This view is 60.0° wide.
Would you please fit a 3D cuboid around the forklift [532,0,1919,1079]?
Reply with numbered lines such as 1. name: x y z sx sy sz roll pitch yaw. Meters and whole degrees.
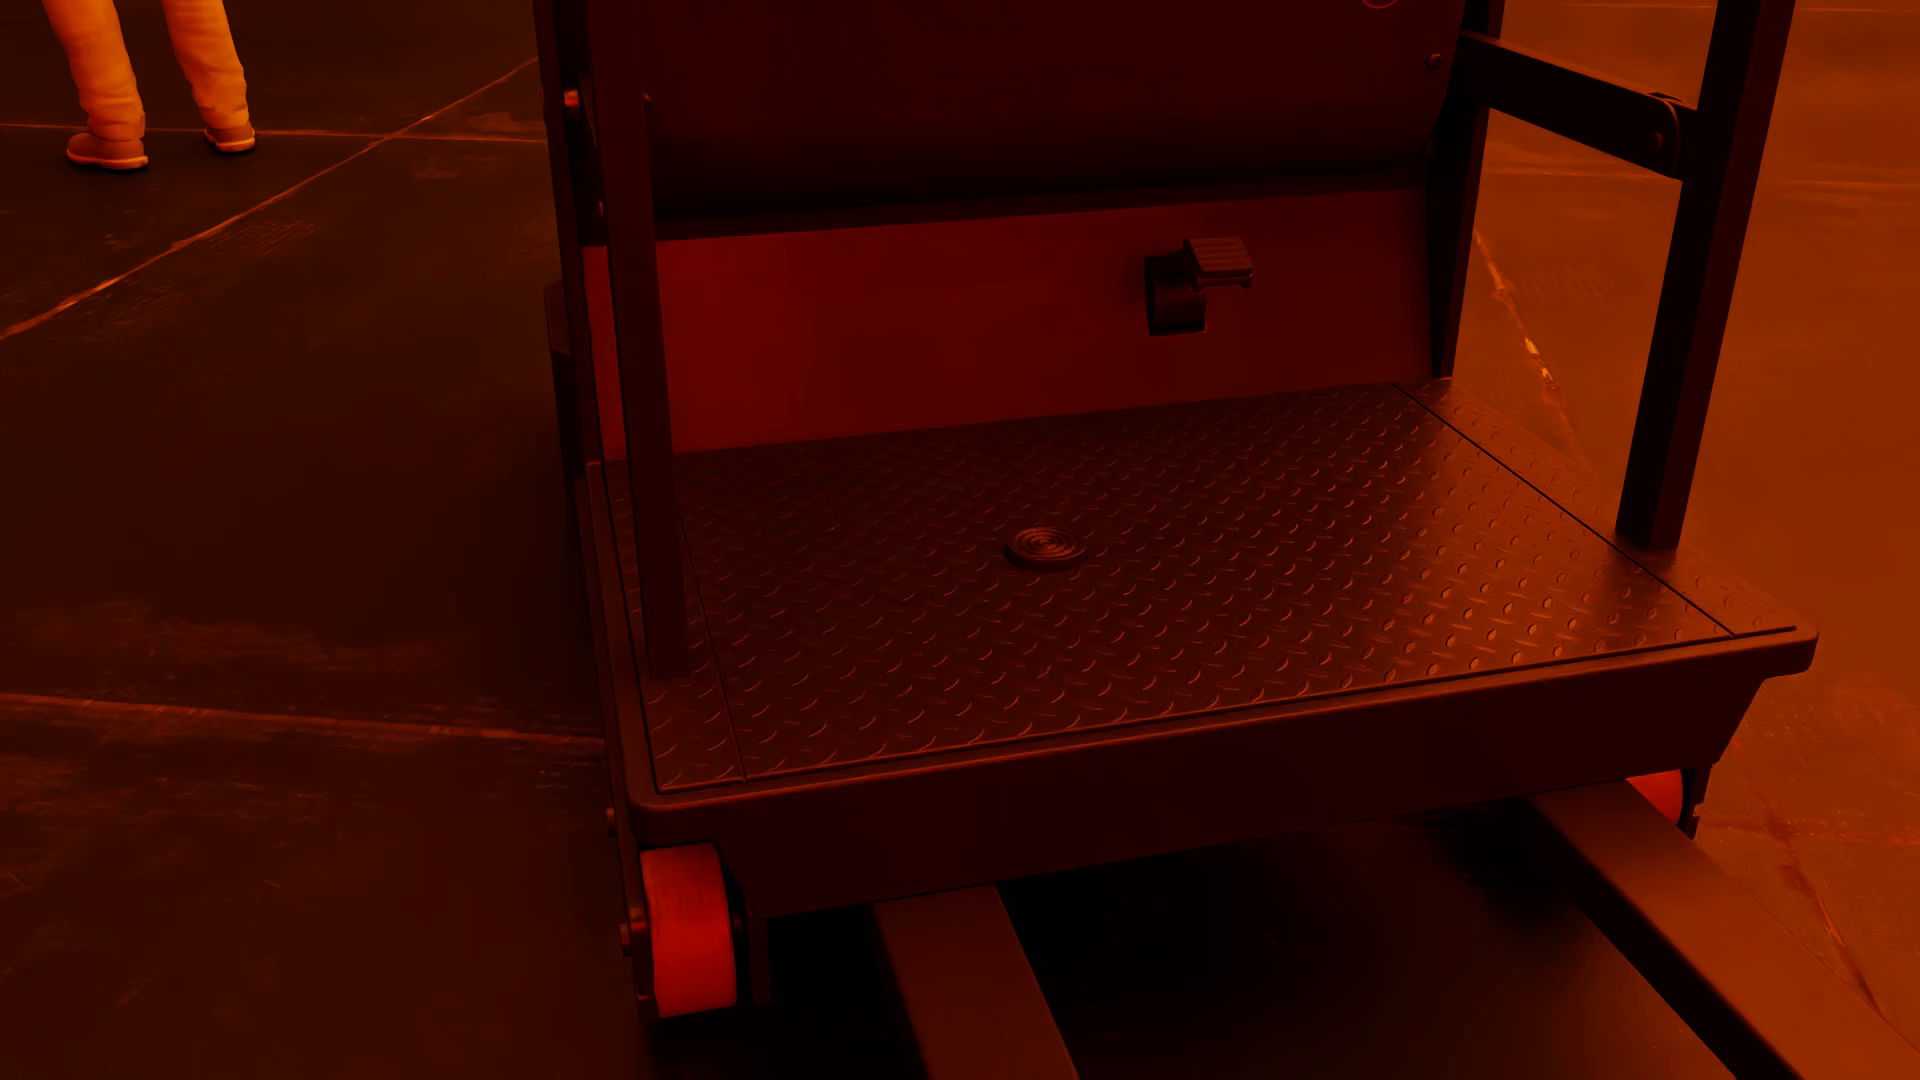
1. forklift: 0.153 -1.049 1.319 1.130 2.935 3.031 -7 27 -13

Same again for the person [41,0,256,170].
1. person: -2.210 -1.843 4.236 0.592 1.746 0.442 -23 35 -38
